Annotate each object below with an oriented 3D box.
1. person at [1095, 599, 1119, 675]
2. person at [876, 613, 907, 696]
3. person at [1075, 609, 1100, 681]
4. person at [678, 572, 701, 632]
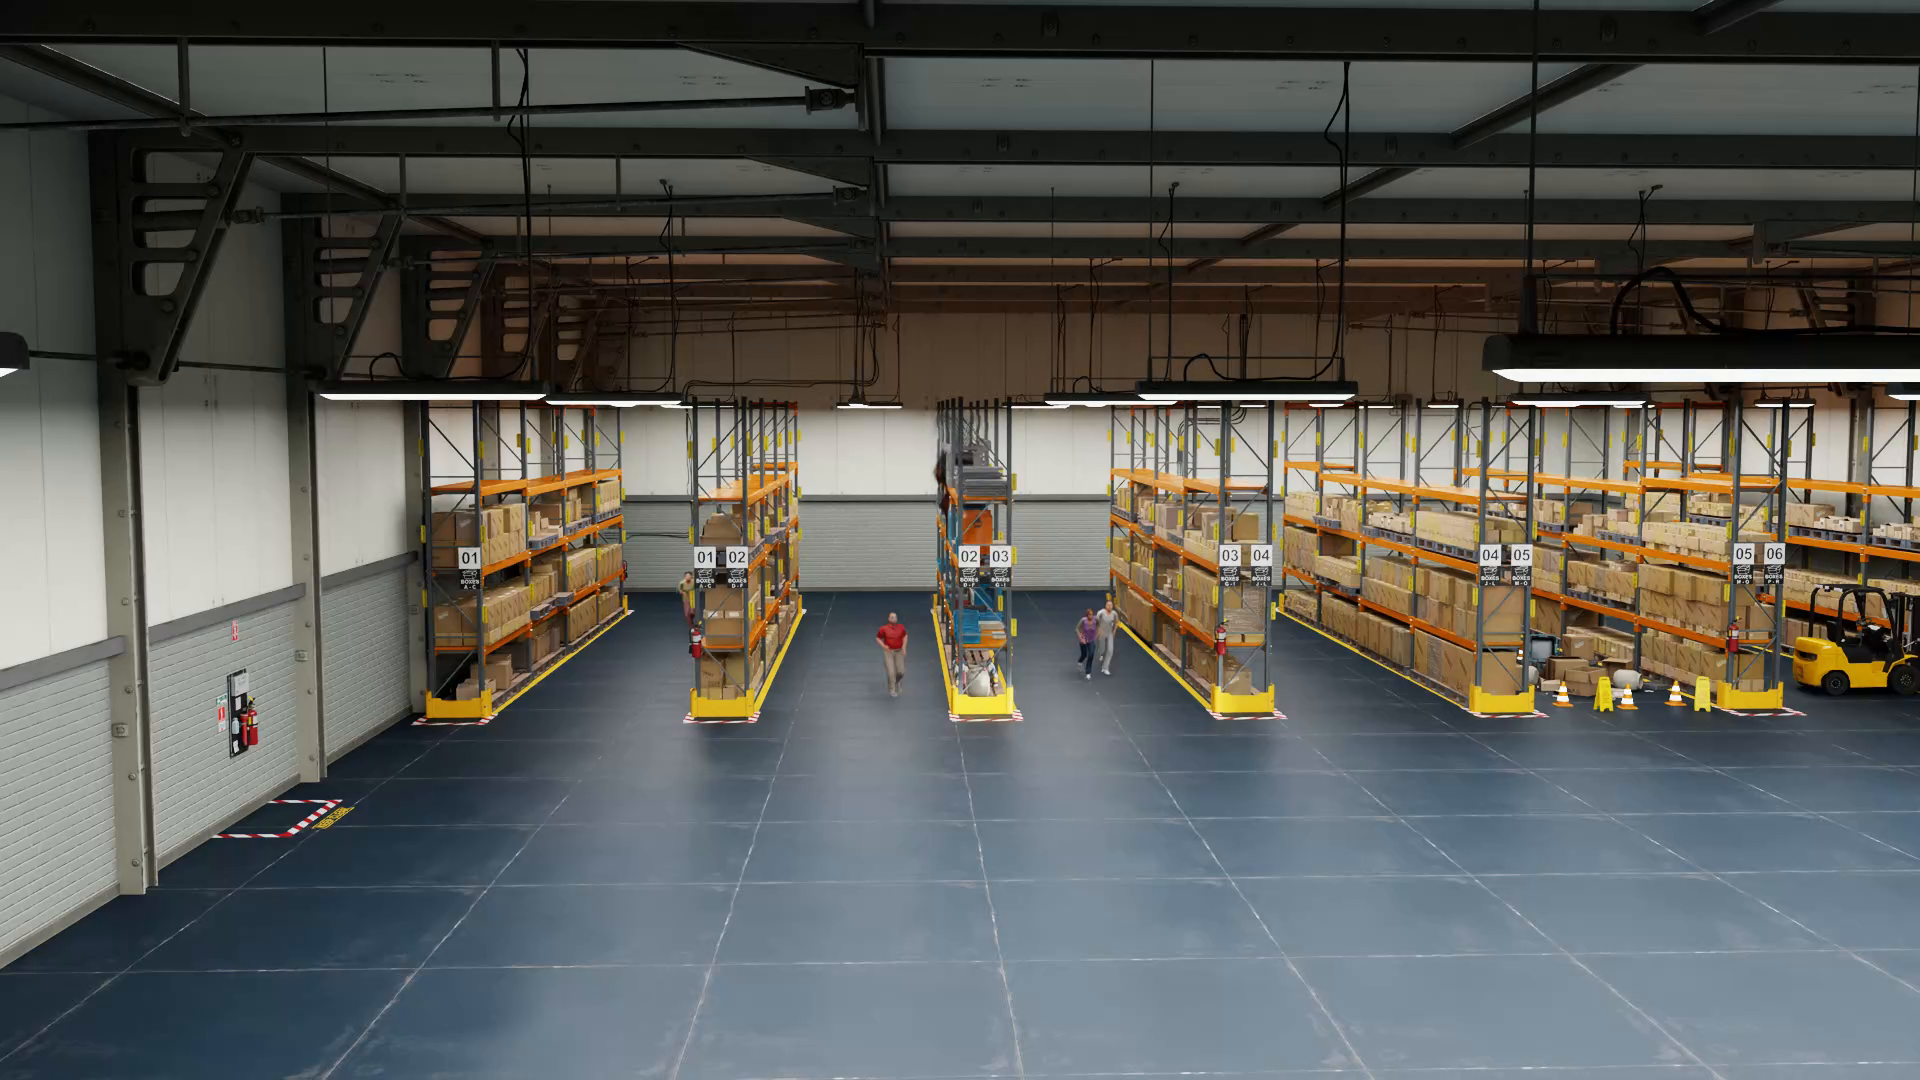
[{"bbox_3d":[3.209,2.110,36.605,0.575,1.646,0.812,-1,4,-8],"label":"person"},{"bbox_3d":[-1.349,2.301,33.420,0.664,1.684,0.594,-1,5,-15],"label":"person"},{"bbox_3d":[2.715,2.212,35.837,0.559,1.549,0.894,-1,5,-15],"label":"person"},{"bbox_3d":[-7.035,1.603,43.248,0.571,1.594,0.663,0,4,-1],"label":"person"}]
